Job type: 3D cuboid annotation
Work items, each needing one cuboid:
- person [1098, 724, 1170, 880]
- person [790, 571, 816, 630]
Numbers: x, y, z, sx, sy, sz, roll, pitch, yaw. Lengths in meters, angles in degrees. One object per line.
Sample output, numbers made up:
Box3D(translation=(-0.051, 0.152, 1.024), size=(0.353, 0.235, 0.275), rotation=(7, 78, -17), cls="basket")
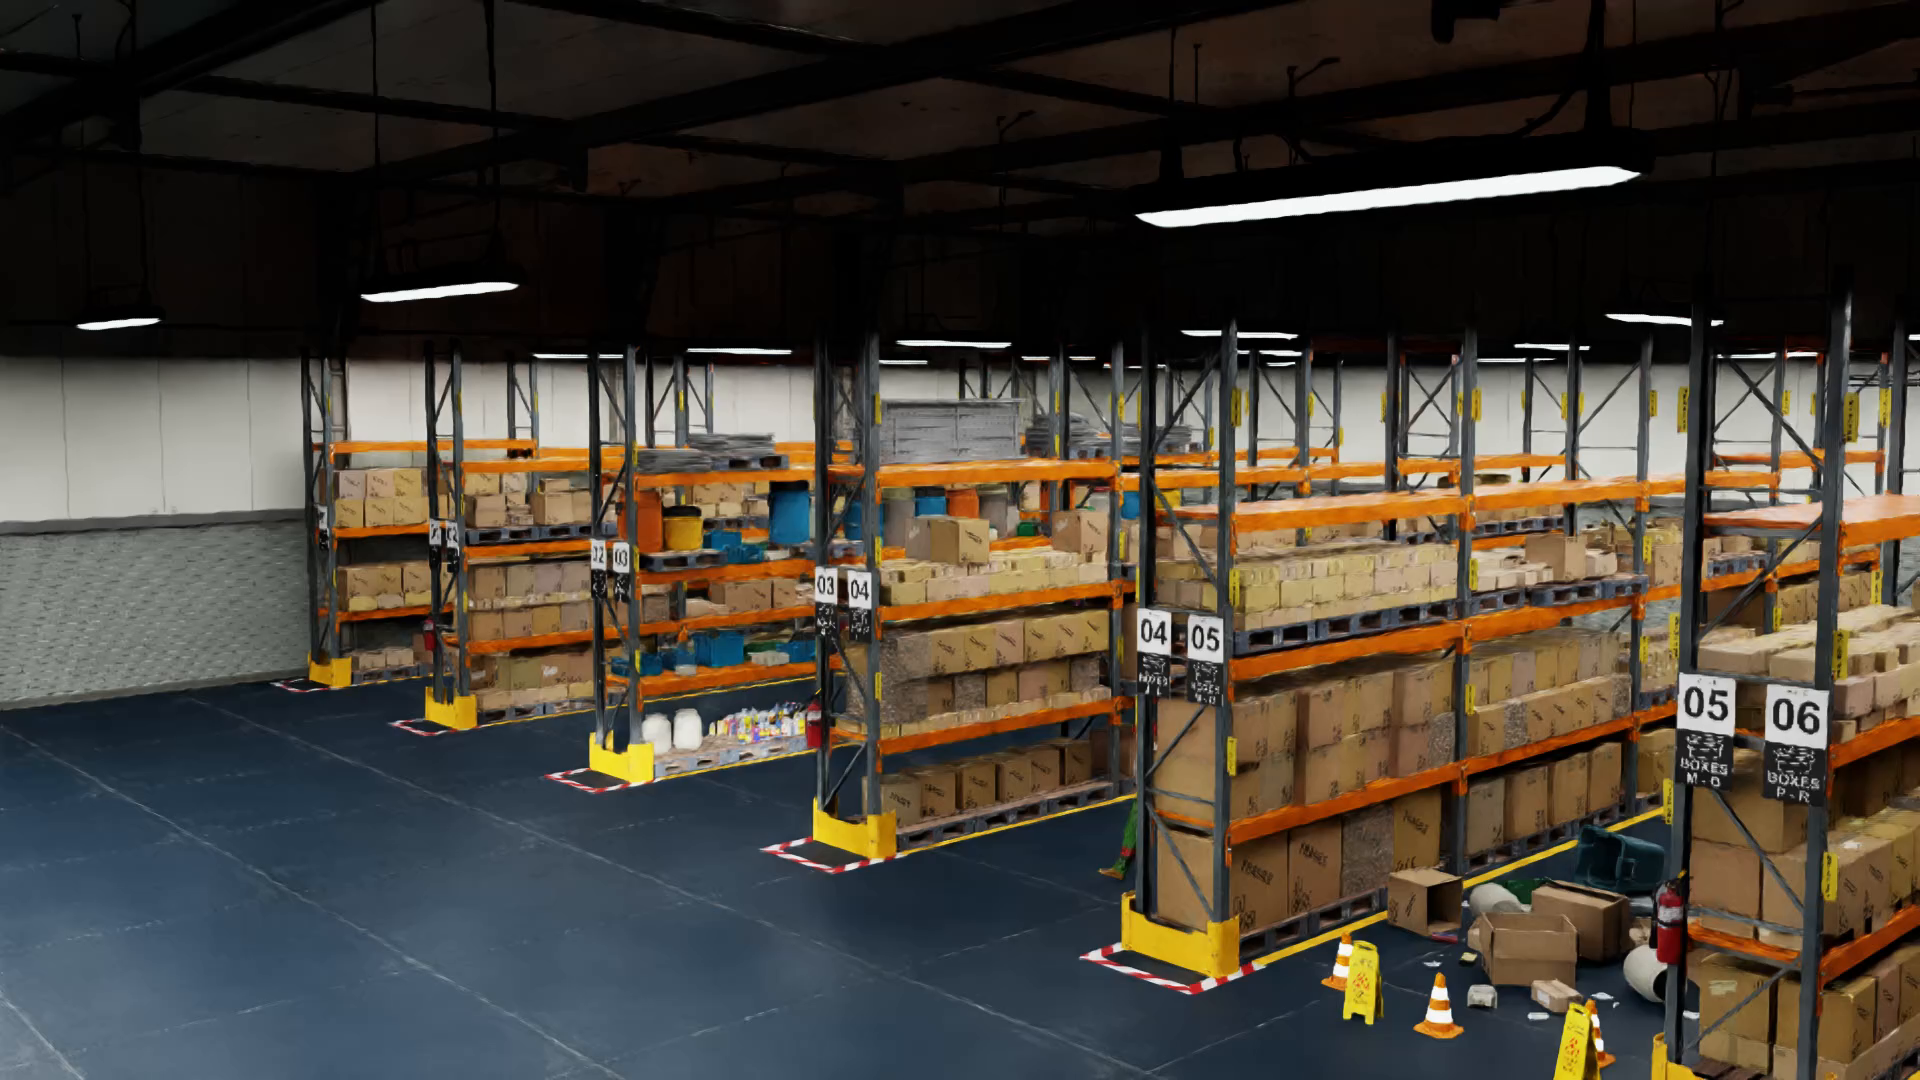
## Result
Box3D(translation=(1.979, 2.755, 17.562), size=(0.961, 1.743, 0.593), rotation=(-2, 5, -20), cls="person")
Box3D(translation=(-3.095, 1.445, 32.786), size=(0.523, 1.667, 0.478), rotation=(-1, 5, -12), cls="person")
